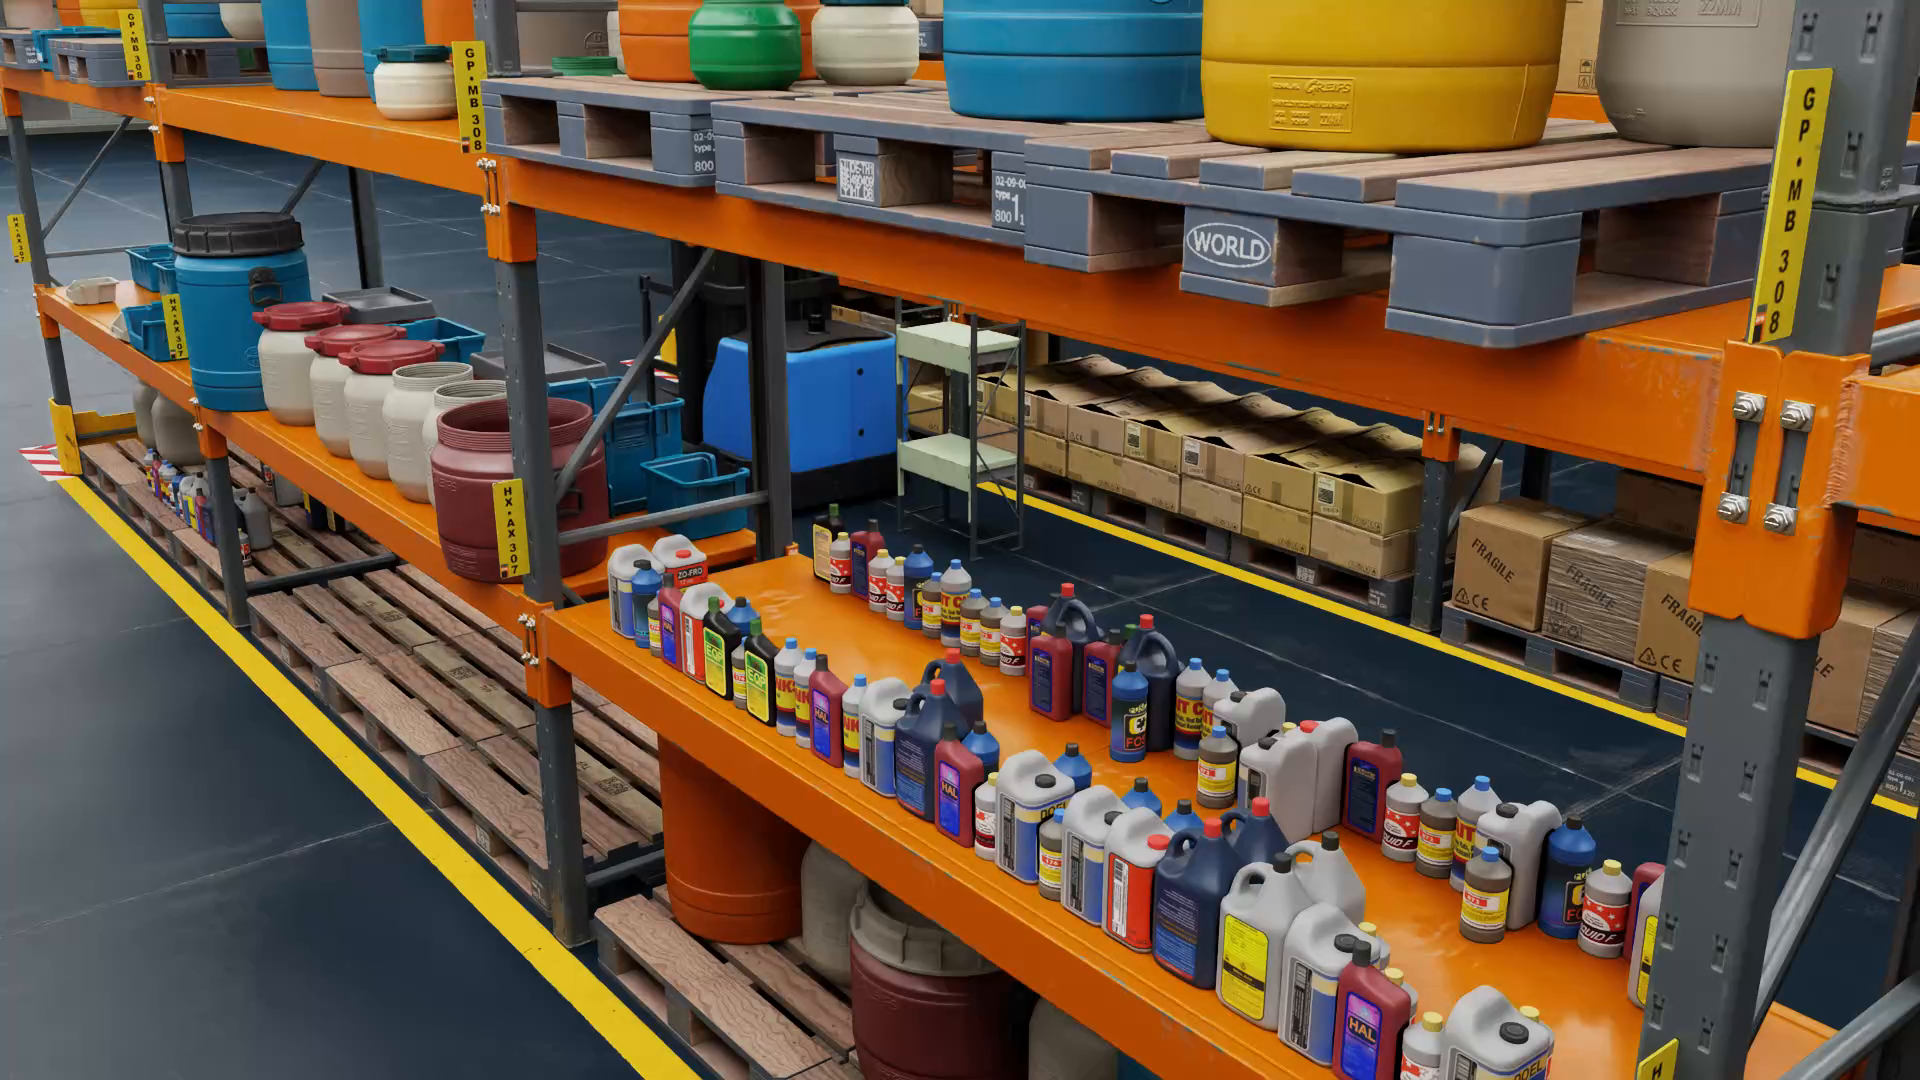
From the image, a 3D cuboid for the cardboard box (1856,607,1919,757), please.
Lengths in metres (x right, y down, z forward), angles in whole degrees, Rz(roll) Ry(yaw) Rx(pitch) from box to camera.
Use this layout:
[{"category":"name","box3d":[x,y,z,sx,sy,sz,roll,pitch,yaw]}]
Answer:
[{"category":"cardboard box","box3d":[4.186,0.617,7.005,0.500,0.500,0.500,-14,23,-35]}]

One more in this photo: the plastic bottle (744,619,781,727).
[{"category":"plastic bottle","box3d":[-0.548,0.370,4.660,0.061,0.283,0.133,-14,23,-36]}]

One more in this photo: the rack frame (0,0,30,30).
[{"category":"rack frame","box3d":[-6.008,-4.887,10.807,1.000,3.000,0.127,-14,23,-36]}]

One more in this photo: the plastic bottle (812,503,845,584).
[{"category":"plastic bottle","box3d":[-0.455,0.004,5.765,0.061,0.283,0.133,-14,23,-36]}]

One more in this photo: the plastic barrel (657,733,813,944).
[{"category":"plastic barrel","box3d":[-0.724,0.880,5.718,0.600,0.830,0.708,-14,23,-36]}]

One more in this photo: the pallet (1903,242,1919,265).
[{"category":"pallet","box3d":[6.199,-2.066,12.134,1.213,0.211,1.003,-14,23,-36]}]

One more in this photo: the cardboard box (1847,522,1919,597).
[{"category":"cardboard box","box3d":[4.286,0.037,7.563,0.500,0.250,0.500,-15,23,-37]}]

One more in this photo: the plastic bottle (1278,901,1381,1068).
[{"category":"plastic bottle","box3d":[0.718,0.852,3.214,0.152,0.276,0.135,-14,23,-36]}]

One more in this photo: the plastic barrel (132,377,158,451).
[{"category":"plastic barrel","box3d":[-5.539,-0.911,11.630,0.421,0.512,0.421,0,18,0]}]

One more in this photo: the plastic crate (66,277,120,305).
[{"category":"plastic crate","box3d":[-5.705,-1.631,10.936,0.298,0.136,0.250,-14,23,-36]}]

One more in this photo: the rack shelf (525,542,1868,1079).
[{"category":"rack shelf","box3d":[0.201,0.766,4.421,1.077,0.370,4.000,-14,23,-36]}]

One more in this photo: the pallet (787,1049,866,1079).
[{"category":"pallet","box3d":[0.235,1.742,4.765,1.003,0.211,1.213,-14,23,-36]}]

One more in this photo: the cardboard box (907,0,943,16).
[{"category":"cardboard box","box3d":[-0.080,-3.976,12.077,0.500,0.311,0.500,-16,24,-39]}]

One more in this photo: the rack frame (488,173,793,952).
[{"category":"rack frame","box3d":[-1.041,-0.068,5.797,1.000,3.000,0.127,-14,23,-36]}]

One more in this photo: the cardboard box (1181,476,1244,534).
[{"category":"cardboard box","box3d":[1.694,-0.261,10.085,0.500,0.250,0.500,-13,23,-35]}]

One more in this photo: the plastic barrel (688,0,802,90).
[{"category":"plastic barrel","box3d":[-0.563,-1.312,4.359,0.294,0.245,0.294,0,18,0]}]

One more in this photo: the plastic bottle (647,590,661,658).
[{"category":"plastic bottle","box3d":[-0.915,0.254,5.140,0.097,0.201,0.097,0,18,0]}]

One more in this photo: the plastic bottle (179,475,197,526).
[{"category":"plastic bottle","box3d":[-4.568,-0.240,9.948,0.152,0.276,0.135,-13,23,-35]}]

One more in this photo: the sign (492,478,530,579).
[{"category":"sign","box3d":[-1.468,-0.037,5.441,0.100,0.325,0.005,-14,23,-36]}]

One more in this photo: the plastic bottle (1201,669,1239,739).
[{"category":"plastic bottle","box3d":[0.685,0.471,4.373,0.097,0.271,0.097,0,18,0]}]

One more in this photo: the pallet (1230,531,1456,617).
[{"category":"pallet","box3d":[2.364,0.079,9.787,1.003,0.211,1.213,-14,23,-36]}]

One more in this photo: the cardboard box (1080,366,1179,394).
[{"category":"cardboard box","box3d":[1.165,-1.009,11.452,0.500,0.311,0.500,-13,22,-35]}]

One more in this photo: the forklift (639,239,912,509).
[{"category":"forklift","box3d":[-1.653,-1.980,11.680,1.130,2.935,3.031,-15,23,-37]}]

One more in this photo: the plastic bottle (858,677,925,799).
[{"category":"plastic bottle","box3d":[-0.164,0.502,4.271,0.152,0.276,0.135,-14,23,-36]}]

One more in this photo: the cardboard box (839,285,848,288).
[{"category":"cardboard box","box3d":[-0.924,-1.938,13.956,0.500,0.500,0.500,-14,23,-36]}]

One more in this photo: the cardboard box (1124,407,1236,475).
[{"category":"cardboard box","box3d":[1.378,-0.651,10.370,0.500,0.311,0.500,-13,22,-35]}]

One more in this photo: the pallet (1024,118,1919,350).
[{"category":"pallet","box3d":[0.879,-0.591,2.904,1.213,0.211,1.003,-14,23,-36]}]

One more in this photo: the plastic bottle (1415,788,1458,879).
[{"category":"plastic bottle","box3d":[1.116,0.675,3.867,0.097,0.201,0.097,0,18,0]}]

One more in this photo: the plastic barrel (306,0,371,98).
[{"category":"plastic barrel","box3d":[-2.632,-2.472,7.486,0.600,0.901,0.600,0,18,0]}]

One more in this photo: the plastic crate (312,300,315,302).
[{"category":"plastic crate","box3d":[-4.146,-1.343,9.983,0.450,0.188,0.662,-14,23,-36]}]

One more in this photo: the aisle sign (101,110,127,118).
[{"category":"aisle sign","box3d":[-5.820,-3.349,11.570,0.394,0.787,0.004,-14,23,-36]}]

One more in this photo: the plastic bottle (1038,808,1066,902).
[{"category":"plastic bottle","box3d":[0.228,0.707,3.771,0.097,0.201,0.097,0,18,0]}]

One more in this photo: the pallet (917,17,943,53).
[{"category":"pallet","box3d":[-0.189,-3.607,11.852,1.003,0.211,1.213,-14,23,-36]}]

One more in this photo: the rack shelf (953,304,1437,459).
[{"category":"rack shelf","box3d":[1.603,-1.185,10.315,1.077,0.370,4.000,-14,23,-36]}]

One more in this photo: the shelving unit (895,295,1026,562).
[{"category":"shelving unit","box3d":[-0.004,-0.714,10.132,0.431,1.500,0.755,-14,23,-36]}]

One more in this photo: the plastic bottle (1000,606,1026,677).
[{"category":"plastic bottle","box3d":[0.169,0.299,5.003,0.097,0.201,0.097,0,18,0]}]

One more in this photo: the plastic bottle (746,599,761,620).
[{"category":"plastic bottle","box3d":[-0.652,0.281,5.058,0.097,0.201,0.097,0,18,0]}]

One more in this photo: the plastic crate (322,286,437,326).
[{"category":"plastic crate","box3d":[-2.984,-1.025,8.583,0.402,0.464,0.583,-14,23,-36]}]

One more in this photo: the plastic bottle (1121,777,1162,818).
[{"category":"plastic bottle","box3d":[0.407,0.668,3.778,0.097,0.271,0.097,0,18,0]}]

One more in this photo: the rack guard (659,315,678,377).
[{"category":"rack guard","box3d":[-2.138,-1.825,15.077,1.175,0.500,0.348,-14,23,-36]}]

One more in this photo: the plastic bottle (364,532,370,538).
[{"category":"plastic bottle","box3d":[-3.442,-0.123,9.715,0.097,0.201,0.097,0,18,0]}]

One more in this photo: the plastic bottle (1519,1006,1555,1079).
[{"category":"plastic bottle","box3d":[1.031,0.949,3.041,0.097,0.201,0.097,0,18,0]}]

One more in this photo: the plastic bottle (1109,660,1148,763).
[{"category":"plastic bottle","box3d":[0.451,0.451,4.433,0.097,0.271,0.097,0,18,0]}]

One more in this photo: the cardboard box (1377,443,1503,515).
[{"category":"cardboard box","box3d":[2.749,-0.381,9.554,0.500,0.311,0.500,-13,22,-34]}]

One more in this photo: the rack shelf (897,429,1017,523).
[{"category":"rack shelf","box3d":[-0.004,-0.404,10.234,0.431,0.370,0.720,-14,23,-36]}]

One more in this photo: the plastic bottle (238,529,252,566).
[{"category":"plastic bottle","box3d":[-3.994,0.037,9.230,0.097,0.201,0.097,0,18,0]}]

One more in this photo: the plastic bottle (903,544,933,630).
[{"category":"plastic bottle","box3d":[-0.134,0.146,5.354,0.097,0.271,0.097,0,18,0]}]

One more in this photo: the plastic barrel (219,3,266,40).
[{"category":"plastic barrel","box3d":[-3.638,-2.875,8.654,0.421,0.512,0.421,0,18,0]}]

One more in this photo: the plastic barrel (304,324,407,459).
[{"category":"plastic barrel","box3d":[-2.647,-0.659,7.365,0.433,0.535,0.433,0,18,0]}]

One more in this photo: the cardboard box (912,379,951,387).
[{"category":"cardboard box","box3d":[-0.401,-1.110,12.650,0.500,0.250,0.500,-14,23,-36]}]

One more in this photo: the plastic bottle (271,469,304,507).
[{"category":"plastic bottle","box3d":[-4.182,-0.366,10.328,0.152,0.276,0.135,-14,23,-36]}]

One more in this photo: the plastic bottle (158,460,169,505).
[{"category":"plastic bottle","box3d":[-4.914,-0.361,10.322,0.097,0.271,0.097,0,18,0]}]

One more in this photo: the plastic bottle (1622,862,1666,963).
[{"category":"plastic bottle","box3d":[1.467,0.766,3.462,0.061,0.283,0.133,-14,23,-36]}]
